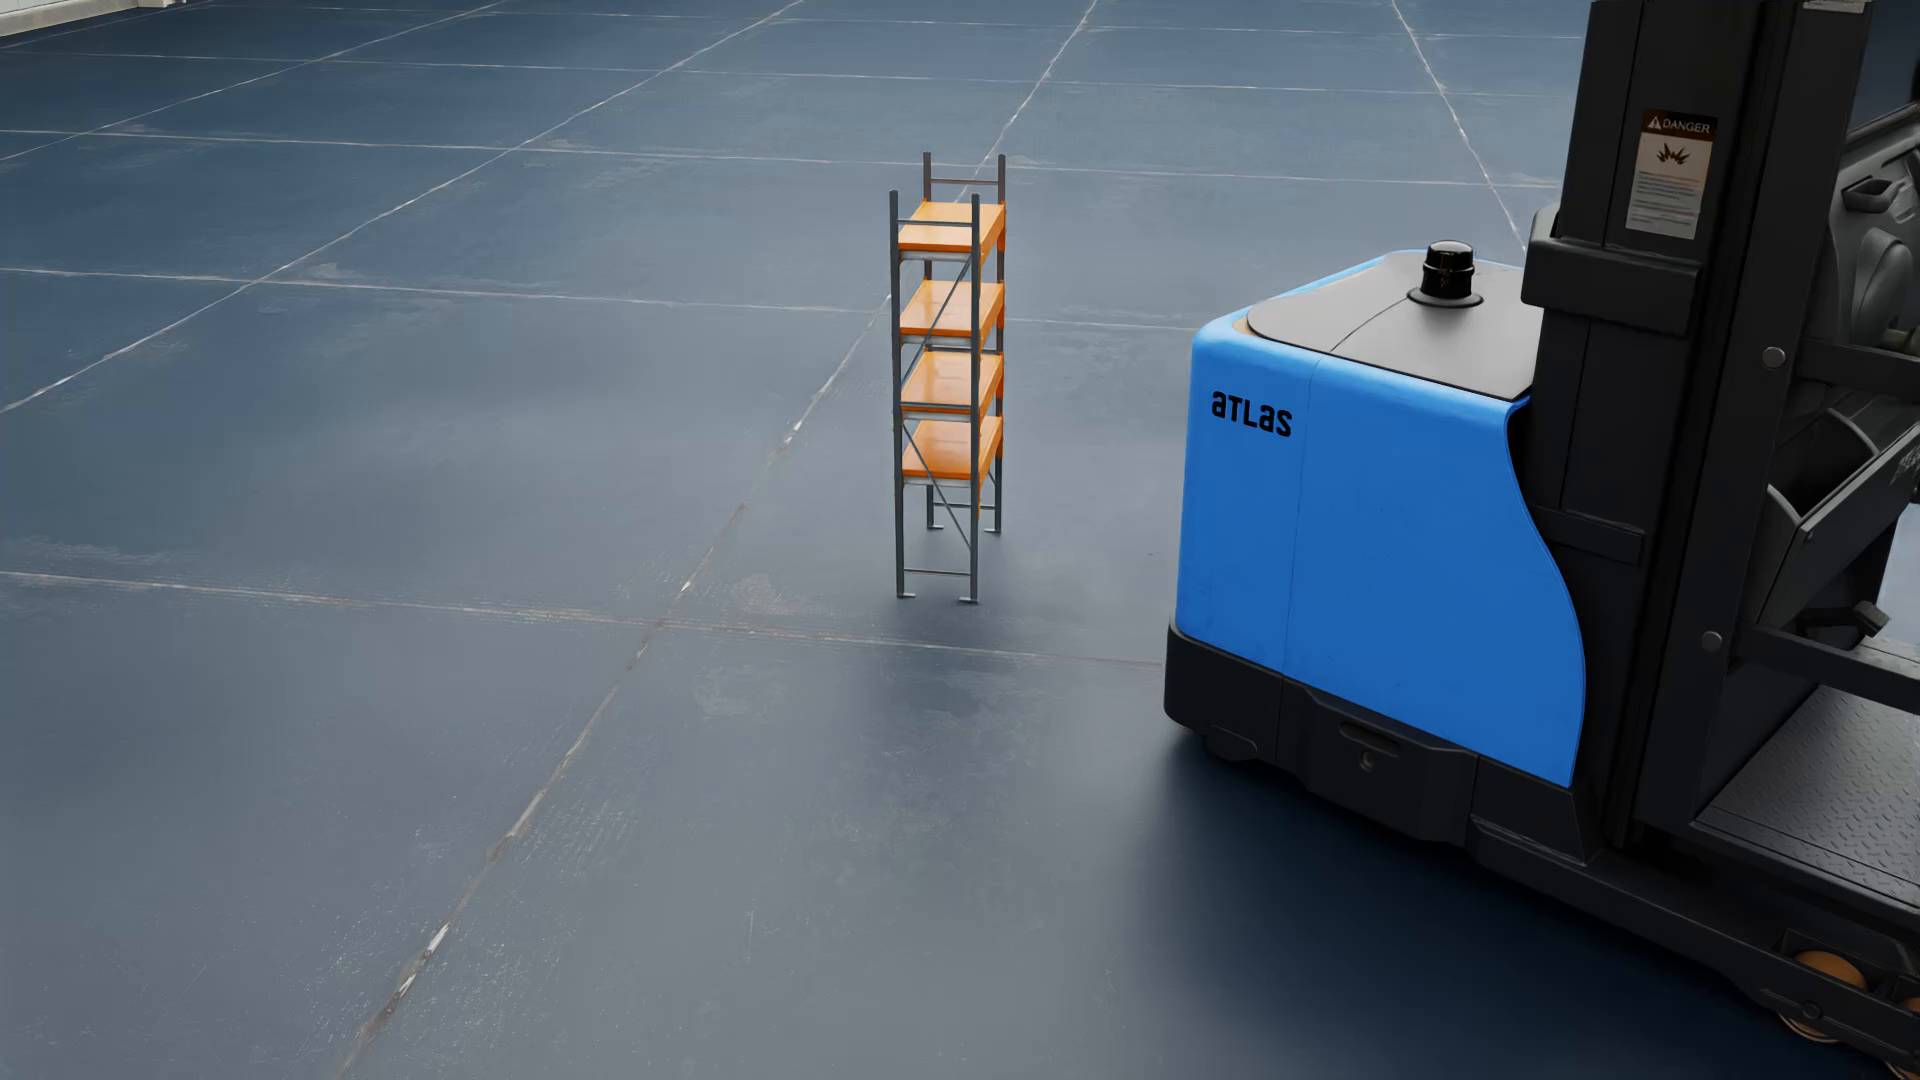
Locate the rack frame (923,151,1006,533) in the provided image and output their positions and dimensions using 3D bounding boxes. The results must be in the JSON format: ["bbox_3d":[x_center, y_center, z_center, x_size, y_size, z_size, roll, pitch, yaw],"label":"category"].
[{"bbox_3d":[0.013,-0.576,5.066,0.240,1.200,0.015,4,25,9],"label":"rack frame"}]

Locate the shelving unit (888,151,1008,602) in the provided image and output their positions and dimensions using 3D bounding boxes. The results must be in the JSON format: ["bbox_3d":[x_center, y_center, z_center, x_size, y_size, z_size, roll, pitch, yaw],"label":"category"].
[{"bbox_3d":[-0.027,-0.474,4.848,0.258,1.200,0.503,4,25,9],"label":"shelving unit"}]

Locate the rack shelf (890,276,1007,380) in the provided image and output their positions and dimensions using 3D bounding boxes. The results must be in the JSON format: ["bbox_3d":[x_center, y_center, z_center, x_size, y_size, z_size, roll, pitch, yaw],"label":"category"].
[{"bbox_3d":[-0.027,-0.616,4.781,0.258,0.148,0.480,4,25,9],"label":"rack shelf"}]

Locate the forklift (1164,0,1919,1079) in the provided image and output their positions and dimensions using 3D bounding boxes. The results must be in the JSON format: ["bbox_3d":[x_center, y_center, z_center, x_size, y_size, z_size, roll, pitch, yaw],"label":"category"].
[{"bbox_3d":[1.931,-0.560,2.989,3.031,2.935,1.130,22,33,38],"label":"forklift"}]

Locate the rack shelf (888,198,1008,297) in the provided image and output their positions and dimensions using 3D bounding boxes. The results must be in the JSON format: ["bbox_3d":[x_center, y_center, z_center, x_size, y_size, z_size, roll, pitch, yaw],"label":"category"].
[{"bbox_3d":[-0.027,-0.830,4.681,0.258,0.148,0.480,4,25,9],"label":"rack shelf"}]

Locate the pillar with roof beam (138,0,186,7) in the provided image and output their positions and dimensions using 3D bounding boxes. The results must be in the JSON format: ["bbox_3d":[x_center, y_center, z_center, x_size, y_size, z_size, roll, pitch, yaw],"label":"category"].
[{"bbox_3d":[-3.839,-9.200,14.290,9.100,9.000,0.400,4,25,9],"label":"pillar with roof beam"}]

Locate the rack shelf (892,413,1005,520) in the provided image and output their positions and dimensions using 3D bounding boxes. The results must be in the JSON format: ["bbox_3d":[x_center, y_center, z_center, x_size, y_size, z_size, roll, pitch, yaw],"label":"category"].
[{"bbox_3d":[-0.027,-0.233,4.960,0.258,0.148,0.480,4,25,9],"label":"rack shelf"}]

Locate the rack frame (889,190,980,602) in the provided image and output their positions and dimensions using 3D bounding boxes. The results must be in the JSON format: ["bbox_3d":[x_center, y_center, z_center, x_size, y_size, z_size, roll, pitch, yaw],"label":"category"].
[{"bbox_3d":[-0.067,-0.372,4.630,0.240,1.200,0.015,4,25,9],"label":"rack frame"}]

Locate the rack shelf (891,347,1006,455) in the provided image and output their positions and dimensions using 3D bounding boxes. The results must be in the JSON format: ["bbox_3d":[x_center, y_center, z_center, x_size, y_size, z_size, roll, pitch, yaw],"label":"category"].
[{"bbox_3d":[-0.027,-0.413,4.876,0.258,0.148,0.480,4,25,9],"label":"rack shelf"}]
